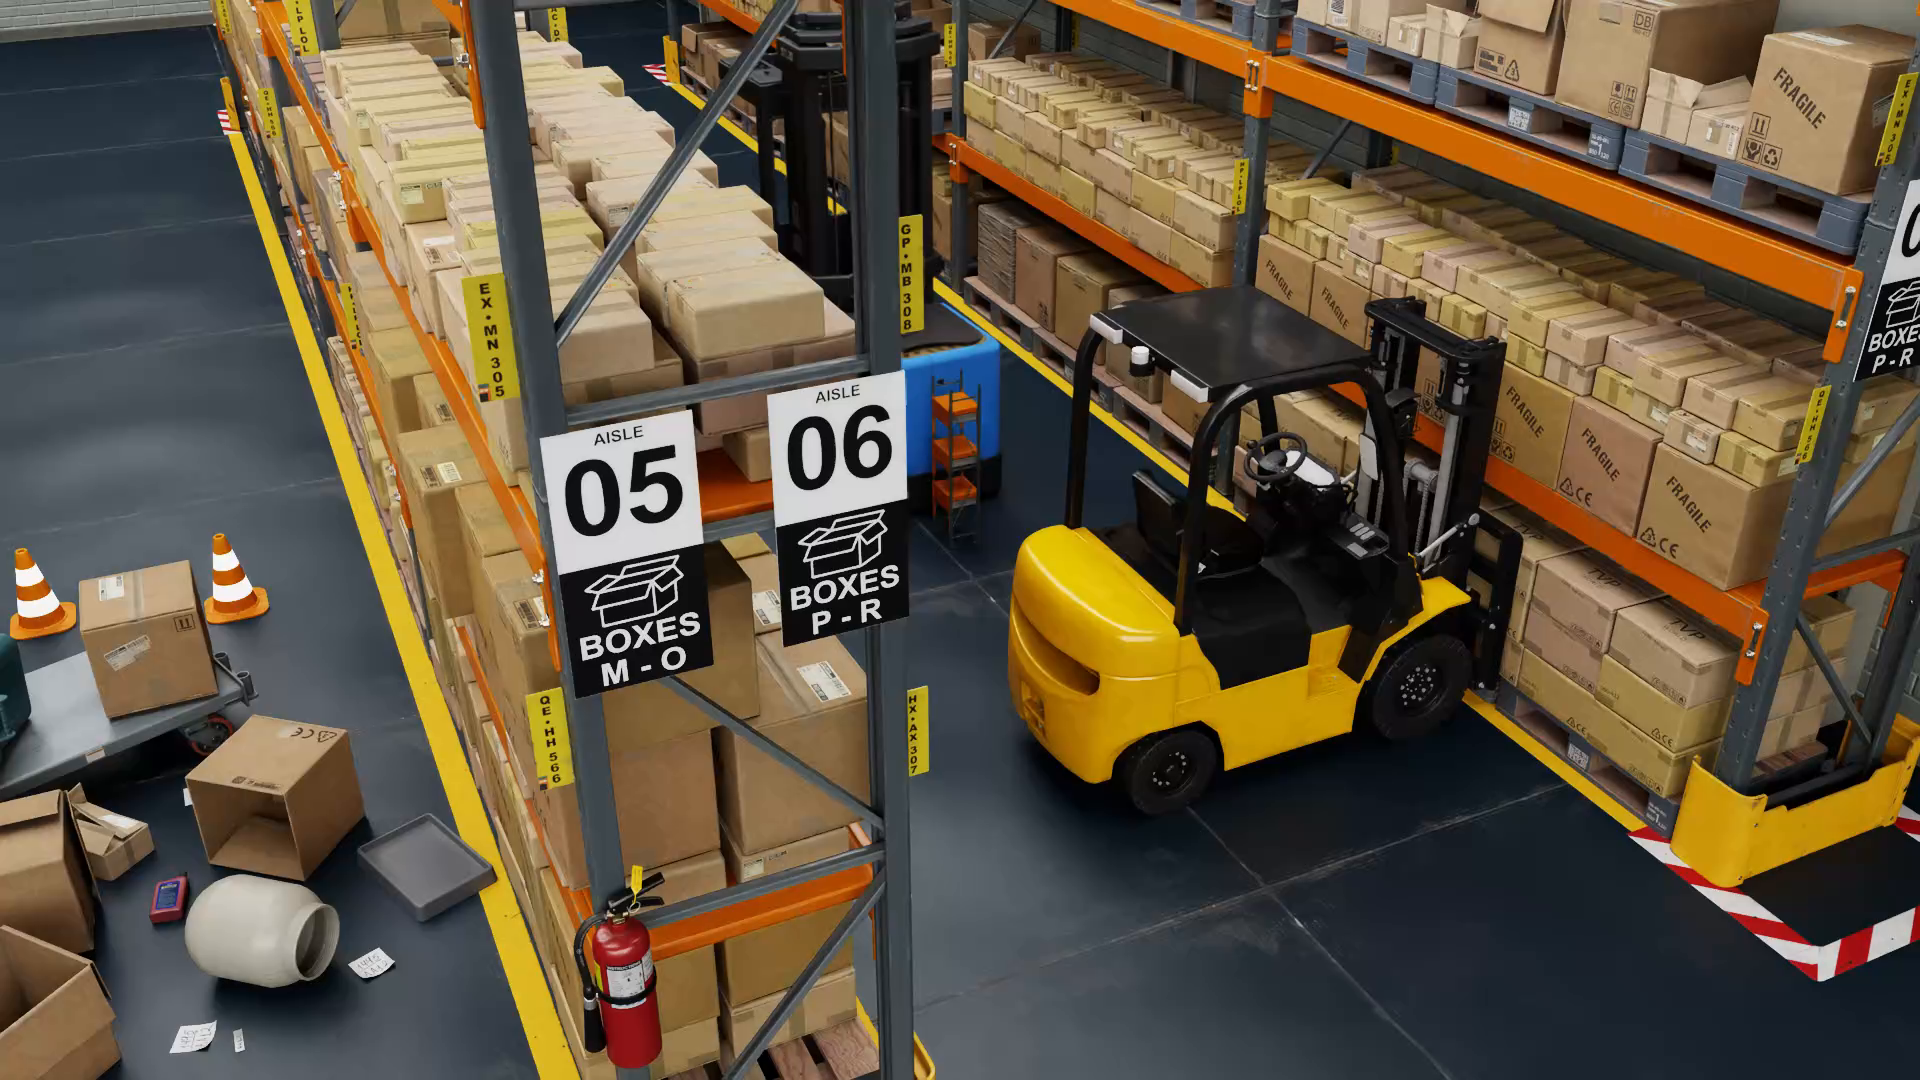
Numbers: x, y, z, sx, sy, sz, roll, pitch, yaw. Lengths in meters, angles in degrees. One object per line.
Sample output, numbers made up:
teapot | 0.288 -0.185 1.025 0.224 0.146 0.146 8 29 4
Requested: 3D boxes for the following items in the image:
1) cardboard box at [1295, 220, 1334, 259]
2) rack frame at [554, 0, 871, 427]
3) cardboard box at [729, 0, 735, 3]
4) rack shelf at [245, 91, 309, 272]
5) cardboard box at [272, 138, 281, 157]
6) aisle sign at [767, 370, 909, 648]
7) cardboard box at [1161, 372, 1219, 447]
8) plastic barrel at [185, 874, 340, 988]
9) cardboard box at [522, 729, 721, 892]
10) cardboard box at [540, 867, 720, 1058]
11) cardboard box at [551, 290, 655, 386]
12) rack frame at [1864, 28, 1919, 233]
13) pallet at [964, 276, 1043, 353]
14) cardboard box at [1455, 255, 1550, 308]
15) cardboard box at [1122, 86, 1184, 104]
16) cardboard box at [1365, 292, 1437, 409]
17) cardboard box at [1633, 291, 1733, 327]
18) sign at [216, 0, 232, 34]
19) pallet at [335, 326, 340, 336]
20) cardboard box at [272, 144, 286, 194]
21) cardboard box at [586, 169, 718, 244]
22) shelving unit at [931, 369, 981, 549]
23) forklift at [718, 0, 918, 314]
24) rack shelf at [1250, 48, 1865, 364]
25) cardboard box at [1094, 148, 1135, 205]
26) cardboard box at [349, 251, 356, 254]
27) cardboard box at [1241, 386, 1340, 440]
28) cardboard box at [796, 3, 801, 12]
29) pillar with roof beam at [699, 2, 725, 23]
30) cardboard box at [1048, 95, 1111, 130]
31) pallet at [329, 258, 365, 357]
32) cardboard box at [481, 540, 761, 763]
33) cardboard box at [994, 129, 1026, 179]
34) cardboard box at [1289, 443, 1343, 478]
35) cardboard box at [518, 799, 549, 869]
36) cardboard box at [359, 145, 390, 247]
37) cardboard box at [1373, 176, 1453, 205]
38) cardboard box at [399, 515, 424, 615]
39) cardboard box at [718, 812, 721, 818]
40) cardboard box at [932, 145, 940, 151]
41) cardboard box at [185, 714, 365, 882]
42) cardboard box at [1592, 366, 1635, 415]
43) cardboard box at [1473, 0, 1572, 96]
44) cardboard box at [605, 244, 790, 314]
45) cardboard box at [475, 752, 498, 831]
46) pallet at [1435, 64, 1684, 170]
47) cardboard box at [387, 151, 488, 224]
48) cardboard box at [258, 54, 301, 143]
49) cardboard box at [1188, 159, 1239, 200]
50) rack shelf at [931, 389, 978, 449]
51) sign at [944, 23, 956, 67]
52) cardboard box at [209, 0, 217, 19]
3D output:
cardboard box | 2.141 -1.733 9.481 0.380 0.149 0.250 -12 32 -21
rack frame | -0.632 -1.523 3.738 0.949 2.616 0.053 -13 32 -22
cardboard box | -2.317 -5.914 17.959 0.380 0.149 0.250 -13 32 -22
rack shelf | -4.928 -3.009 13.258 1.077 0.370 4.000 -13 32 -22
cardboard box | -4.730 -2.978 12.110 0.500 0.250 0.500 -14 32 -23
aisle sign | -0.328 -0.077 4.636 0.394 0.787 0.004 -13 32 -22
cardboard box | 1.895 -1.092 11.102 0.875 0.625 0.625 -12 31 -20
plastic barrel | -2.889 1.624 6.895 0.512 0.421 0.421 7 30 13
cardboard box | -1.117 0.739 5.432 0.500 0.500 0.500 -14 32 -23
cardboard box | -1.214 1.484 6.124 0.500 0.500 0.500 -13 32 -22
cardboard box | -1.047 -0.540 4.493 0.380 0.149 0.250 -13 32 -22
rack frame | 3.846 -2.566 5.599 1.000 3.000 0.127 -13 32 -22
pallet | 0.730 -1.895 13.387 1.003 0.211 1.213 -13 32 -22
cardboard box | 2.746 -1.311 8.424 0.380 0.149 0.250 -13 32 -22
cardboard box | 1.397 -3.171 12.046 0.380 0.149 0.250 -14 32 -23
cardboard box | 2.541 -1.059 8.943 0.500 0.500 0.500 -13 32 -22
cardboard box | 3.459 -1.059 7.975 0.380 0.149 0.250 -12 31 -20
sign | -6.287 -4.501 14.217 0.100 0.325 0.005 -13 32 -22
pallet | -4.340 -1.587 12.838 1.003 0.211 1.213 -13 32 -22
cardboard box | -4.755 -2.765 12.241 0.500 0.250 0.500 -13 32 -21
cardboard box | -1.011 -1.099 5.491 0.380 0.149 0.250 -13 32 -22
shelving unit | -0.023 -0.482 10.008 0.215 1.050 0.252 -13 32 -22
forklift | -0.859 -2.088 10.950 1.121 2.935 3.031 -14 32 -24
rack shelf | 2.988 -1.828 8.084 1.077 0.370 4.000 -13 32 -22
cardboard box | 1.246 -2.485 11.230 0.500 0.250 0.500 -12 32 -21
cardboard box | -2.758 -1.185 8.434 0.500 0.500 0.500 -14 32 -23
cardboard box | 2.054 -0.857 10.044 0.500 0.250 0.500 -14 32 -23
cardboard box | -1.300 -5.216 15.927 0.700 0.500 0.500 -12 32 -21
pillar with roof beam | -7.254 -10.110 19.052 9.100 9.000 0.400 -13 32 -22
cardboard box | 0.846 -3.039 11.811 0.380 0.149 0.250 -12 32 -21
pallet | -3.183 -1.490 10.009 1.003 0.211 1.213 -13 32 -22
cardboard box | -1.051 0.305 5.183 0.700 0.500 0.500 -14 32 -23
cardboard box | 0.593 -2.947 12.566 0.500 0.250 0.500 -14 32 -23
cardboard box | 2.276 -0.418 9.772 0.500 0.250 0.500 -13 32 -22
cardboard box | -1.433 1.053 6.230 0.380 0.149 0.250 -12 31 -21
cardboard box | -1.977 -1.344 6.334 0.500 0.250 0.500 -13 32 -22
cardboard box | 2.609 -1.976 9.610 0.380 0.149 0.250 -14 32 -23
cardboard box | -2.580 0.059 9.308 0.950 0.372 0.625 -13 32 -21
cardboard box | -0.715 0.902 5.805 0.380 0.149 0.250 -13 32 -21
cardboard box | -0.319 -3.390 14.665 0.380 0.149 0.250 -12 31 -21
cardboard box | -3.121 1.176 7.613 0.500 0.500 0.500 7 30 13
cardboard box | 3.156 -0.716 7.668 0.380 0.149 0.250 -13 32 -22
cardboard box | 2.870 -2.414 7.757 0.797 0.503 0.637 -12 31 -20
cardboard box | -0.818 -0.781 5.331 0.500 0.250 0.500 -14 32 -23
cardboard box | -1.873 1.128 7.526 0.500 0.250 0.500 -14 32 -23
pallet | 3.039 -2.077 7.883 1.003 0.211 1.213 -13 32 -22
cardboard box | -1.736 -1.210 5.688 0.380 0.149 0.250 -12 32 -21
cardboard box | -4.528 -3.093 11.547 0.500 0.500 0.500 -14 32 -23
cardboard box | 1.655 -2.257 10.416 0.380 0.149 0.250 -14 32 -23
rack shelf | -0.023 -0.720 9.875 0.215 0.259 0.240 -13 32 -22
sign | -0.074 -3.836 12.894 0.100 0.325 0.005 -13 32 -22
cardboard box | -7.557 -5.745 17.299 0.500 0.500 0.500 -13 32 -22
